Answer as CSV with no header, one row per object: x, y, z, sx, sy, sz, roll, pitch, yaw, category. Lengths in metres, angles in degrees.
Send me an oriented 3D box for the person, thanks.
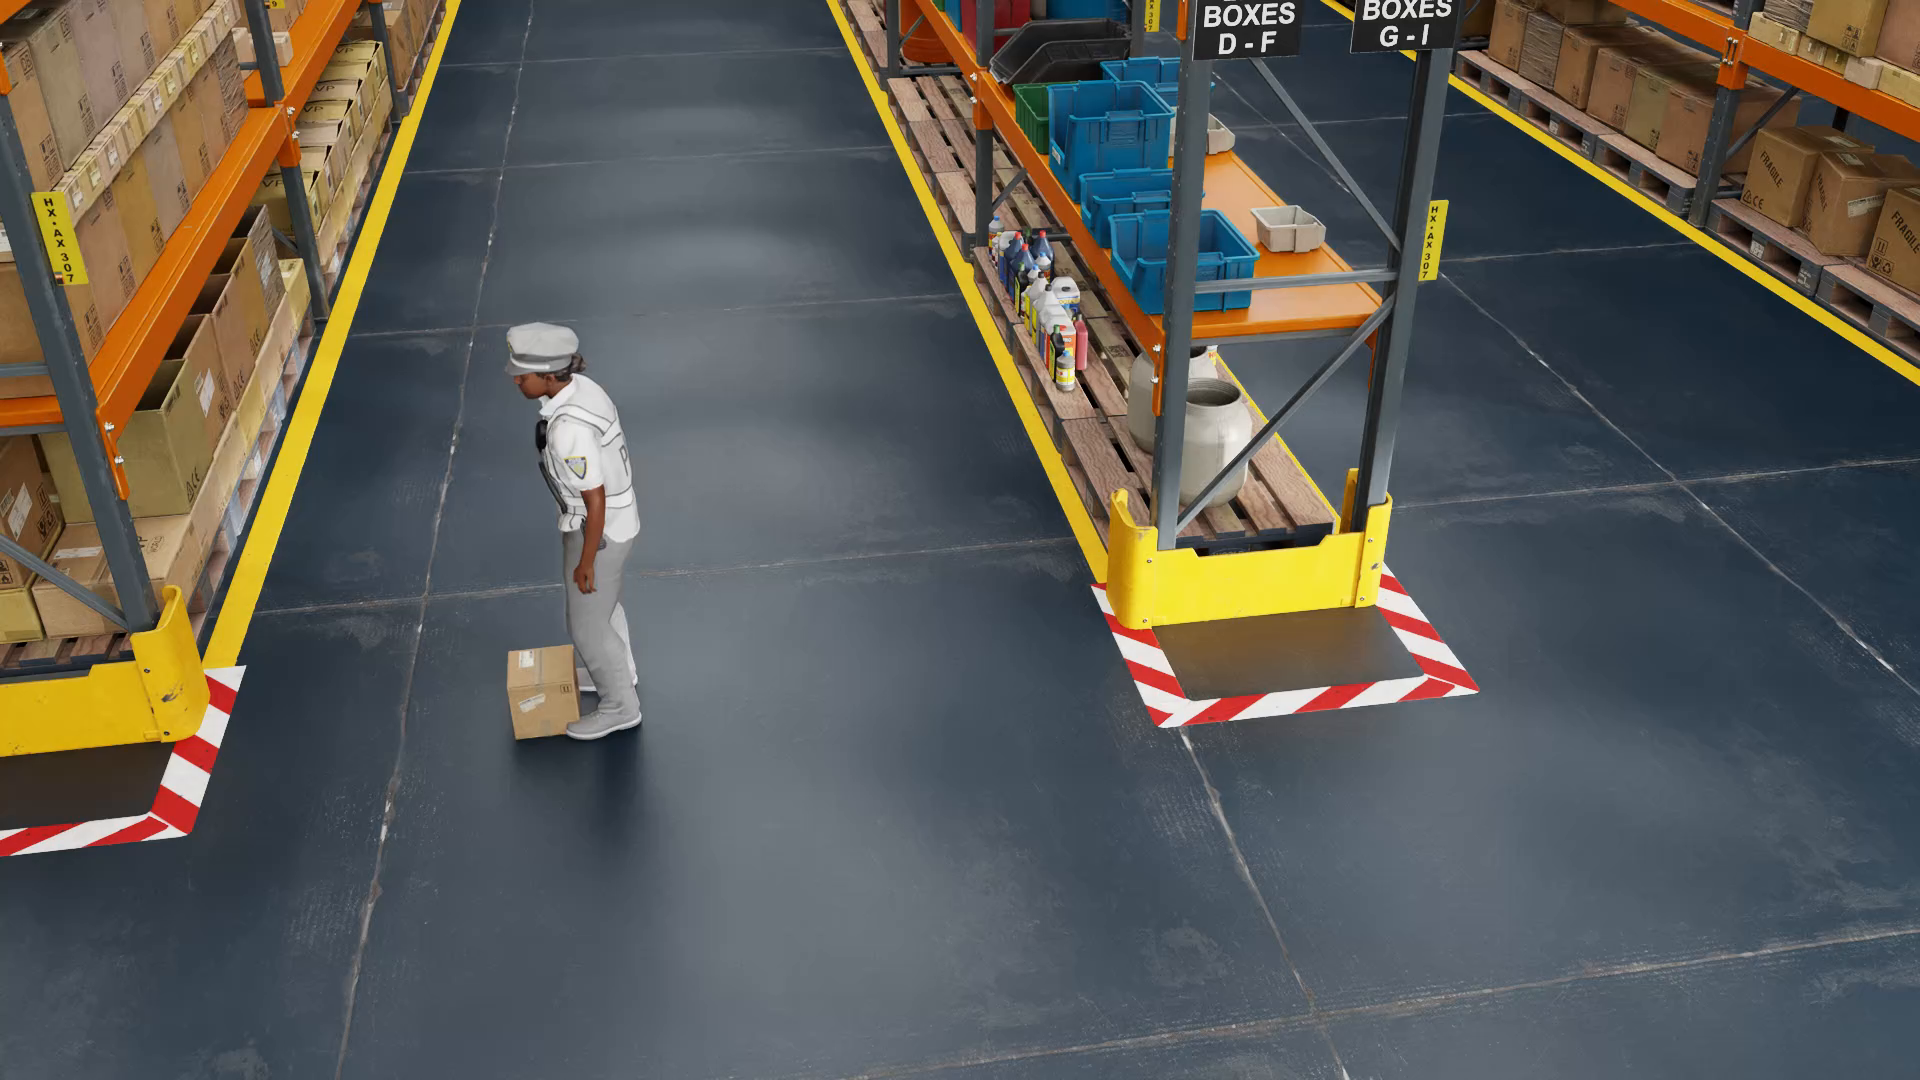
-1.395,-0.036,6.193,0.398,1.659,0.529,-7,32,-12,person
